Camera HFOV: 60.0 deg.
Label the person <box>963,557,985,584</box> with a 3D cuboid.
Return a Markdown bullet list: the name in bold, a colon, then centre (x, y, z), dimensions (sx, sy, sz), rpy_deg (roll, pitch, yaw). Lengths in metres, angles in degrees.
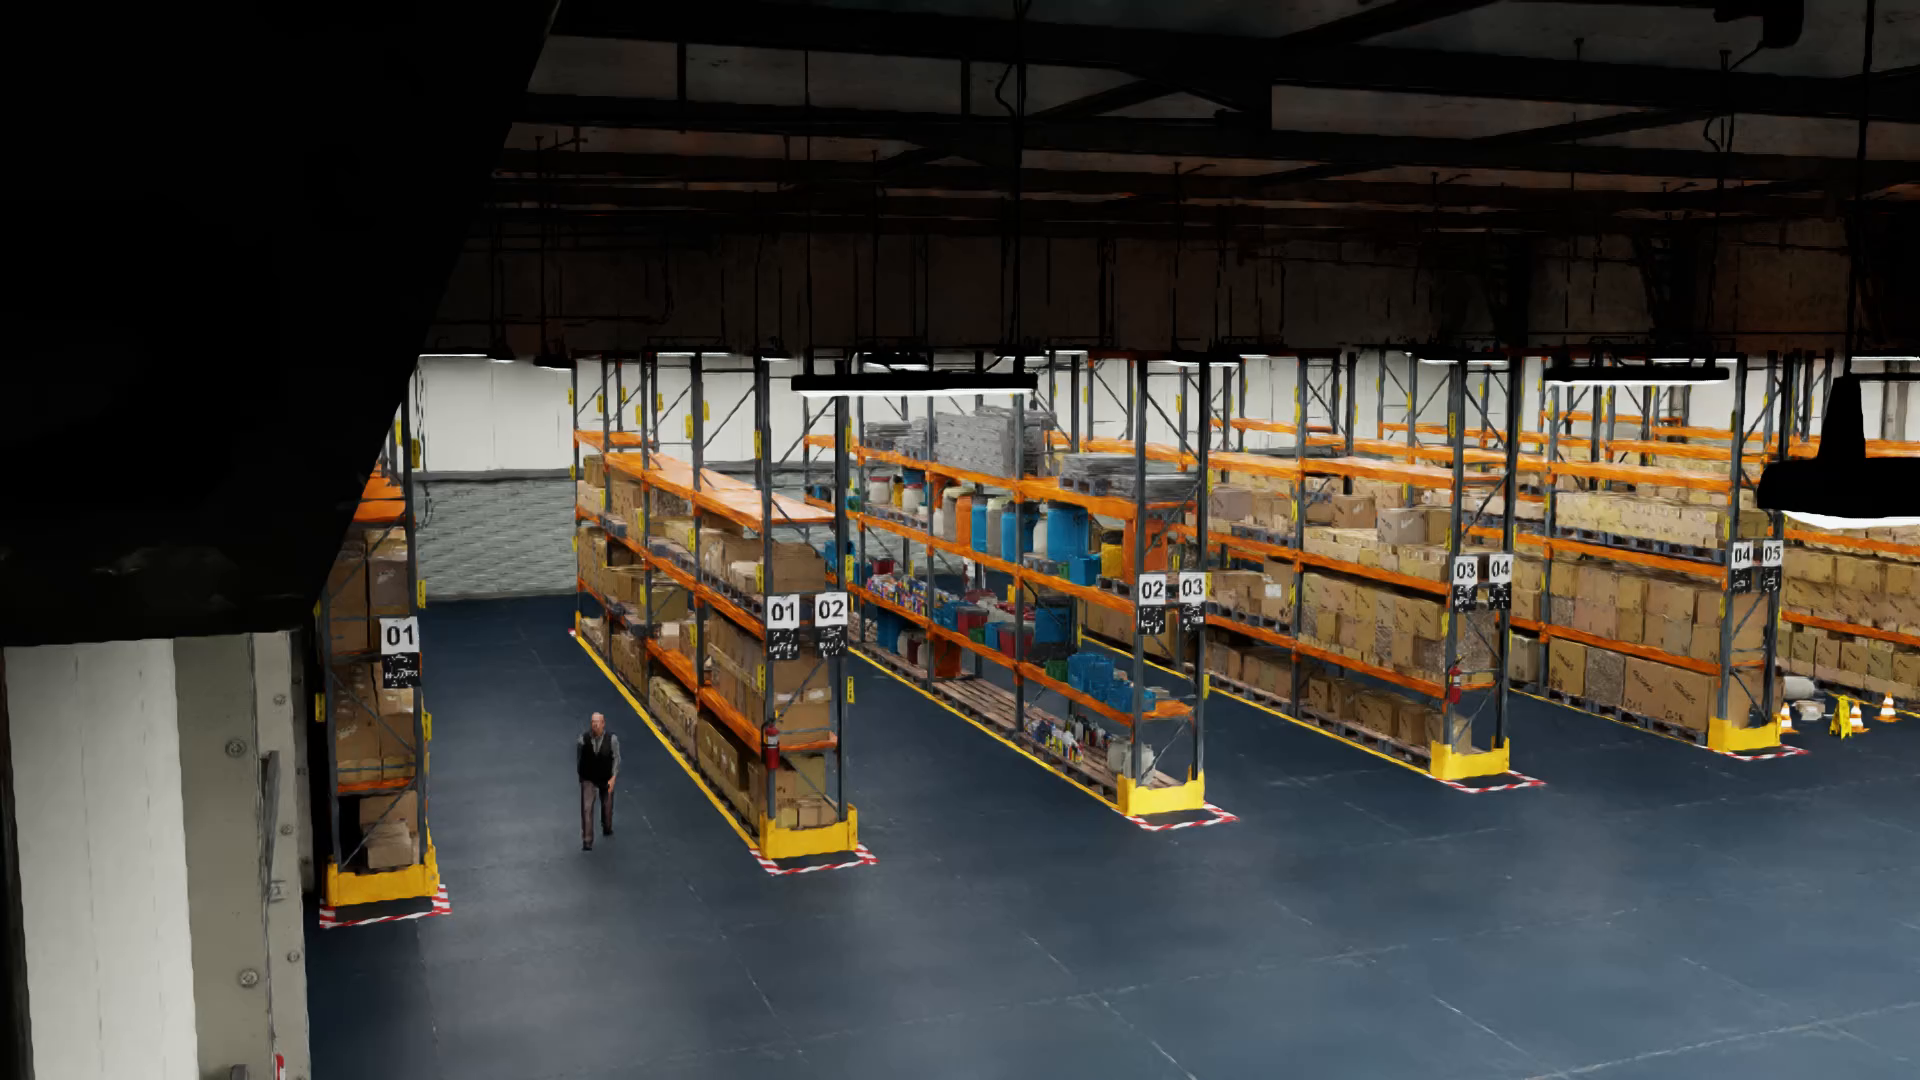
- **person**: centre (0.349, 0.463, 37.905), dimensions (0.577, 1.077, 0.450), rpy_deg (-2, 7, -18)
